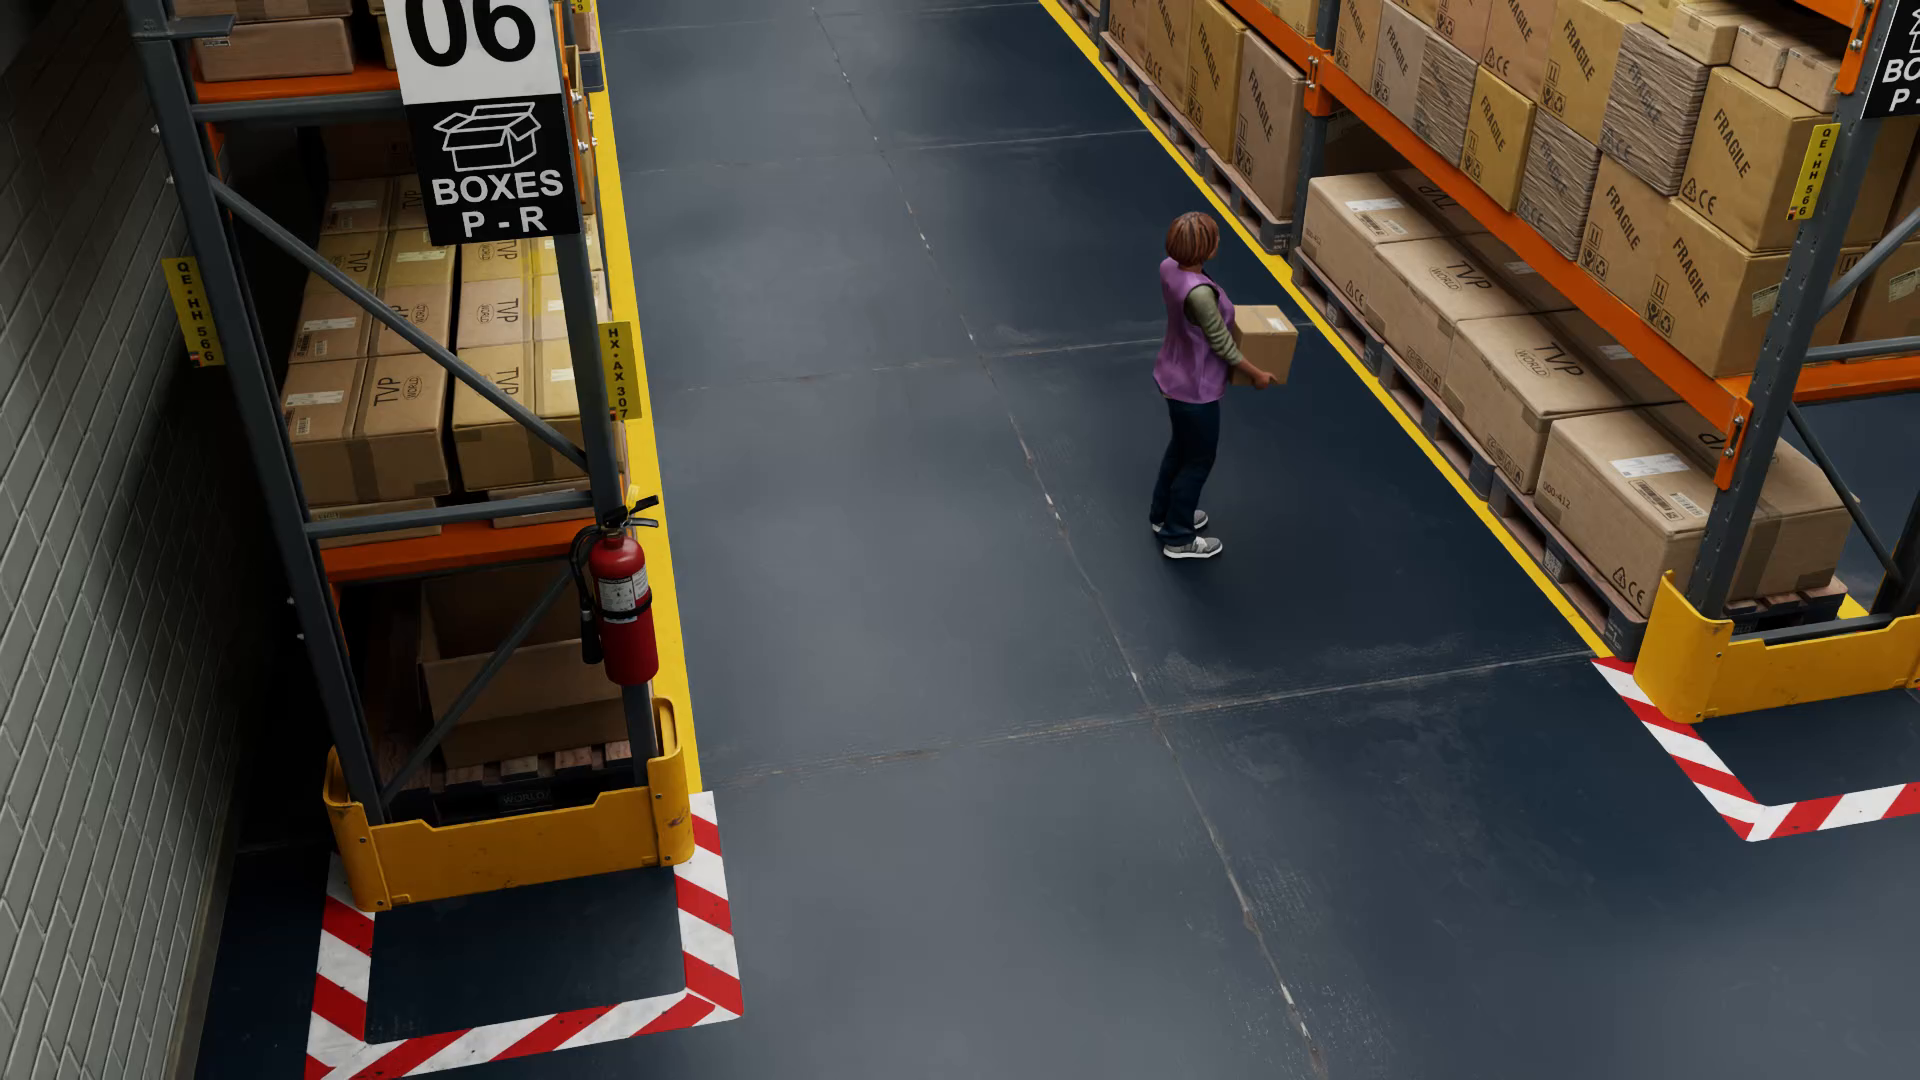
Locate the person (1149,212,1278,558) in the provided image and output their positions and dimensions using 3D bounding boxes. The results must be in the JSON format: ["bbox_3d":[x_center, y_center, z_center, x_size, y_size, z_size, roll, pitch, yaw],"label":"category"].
[{"bbox_3d":[1.070,-0.664,7.110,0.490,1.590,0.411,-7,35,-10],"label":"person"}]
